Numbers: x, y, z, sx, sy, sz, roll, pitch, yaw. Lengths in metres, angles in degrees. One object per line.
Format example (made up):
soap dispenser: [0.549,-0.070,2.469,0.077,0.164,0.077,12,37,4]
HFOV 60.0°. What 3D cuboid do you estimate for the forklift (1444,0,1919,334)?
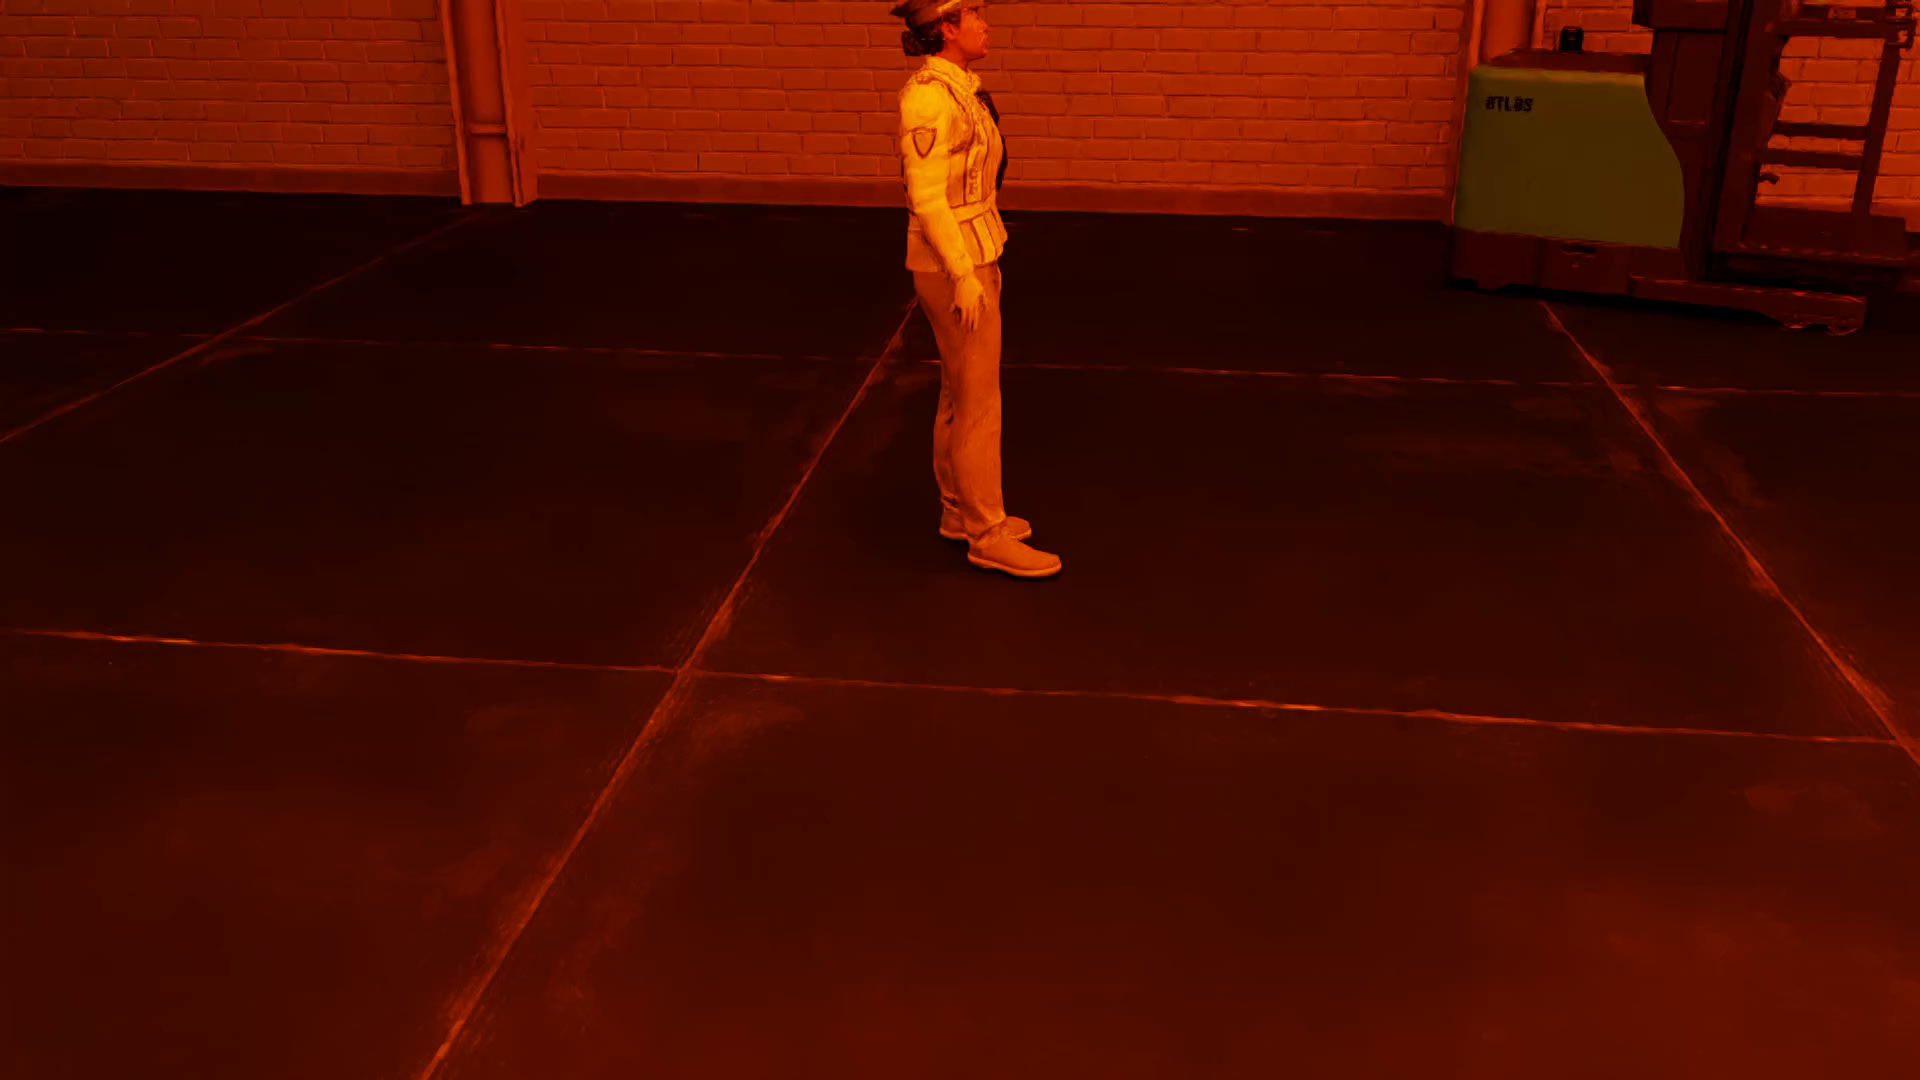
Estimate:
forklift: [3.961,-2.513,7.494,3.031,2.935,1.130,11,24,25]

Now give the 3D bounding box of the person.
person: [0.066,-0.785,4.844,0.533,1.692,0.586,3,22,7]
